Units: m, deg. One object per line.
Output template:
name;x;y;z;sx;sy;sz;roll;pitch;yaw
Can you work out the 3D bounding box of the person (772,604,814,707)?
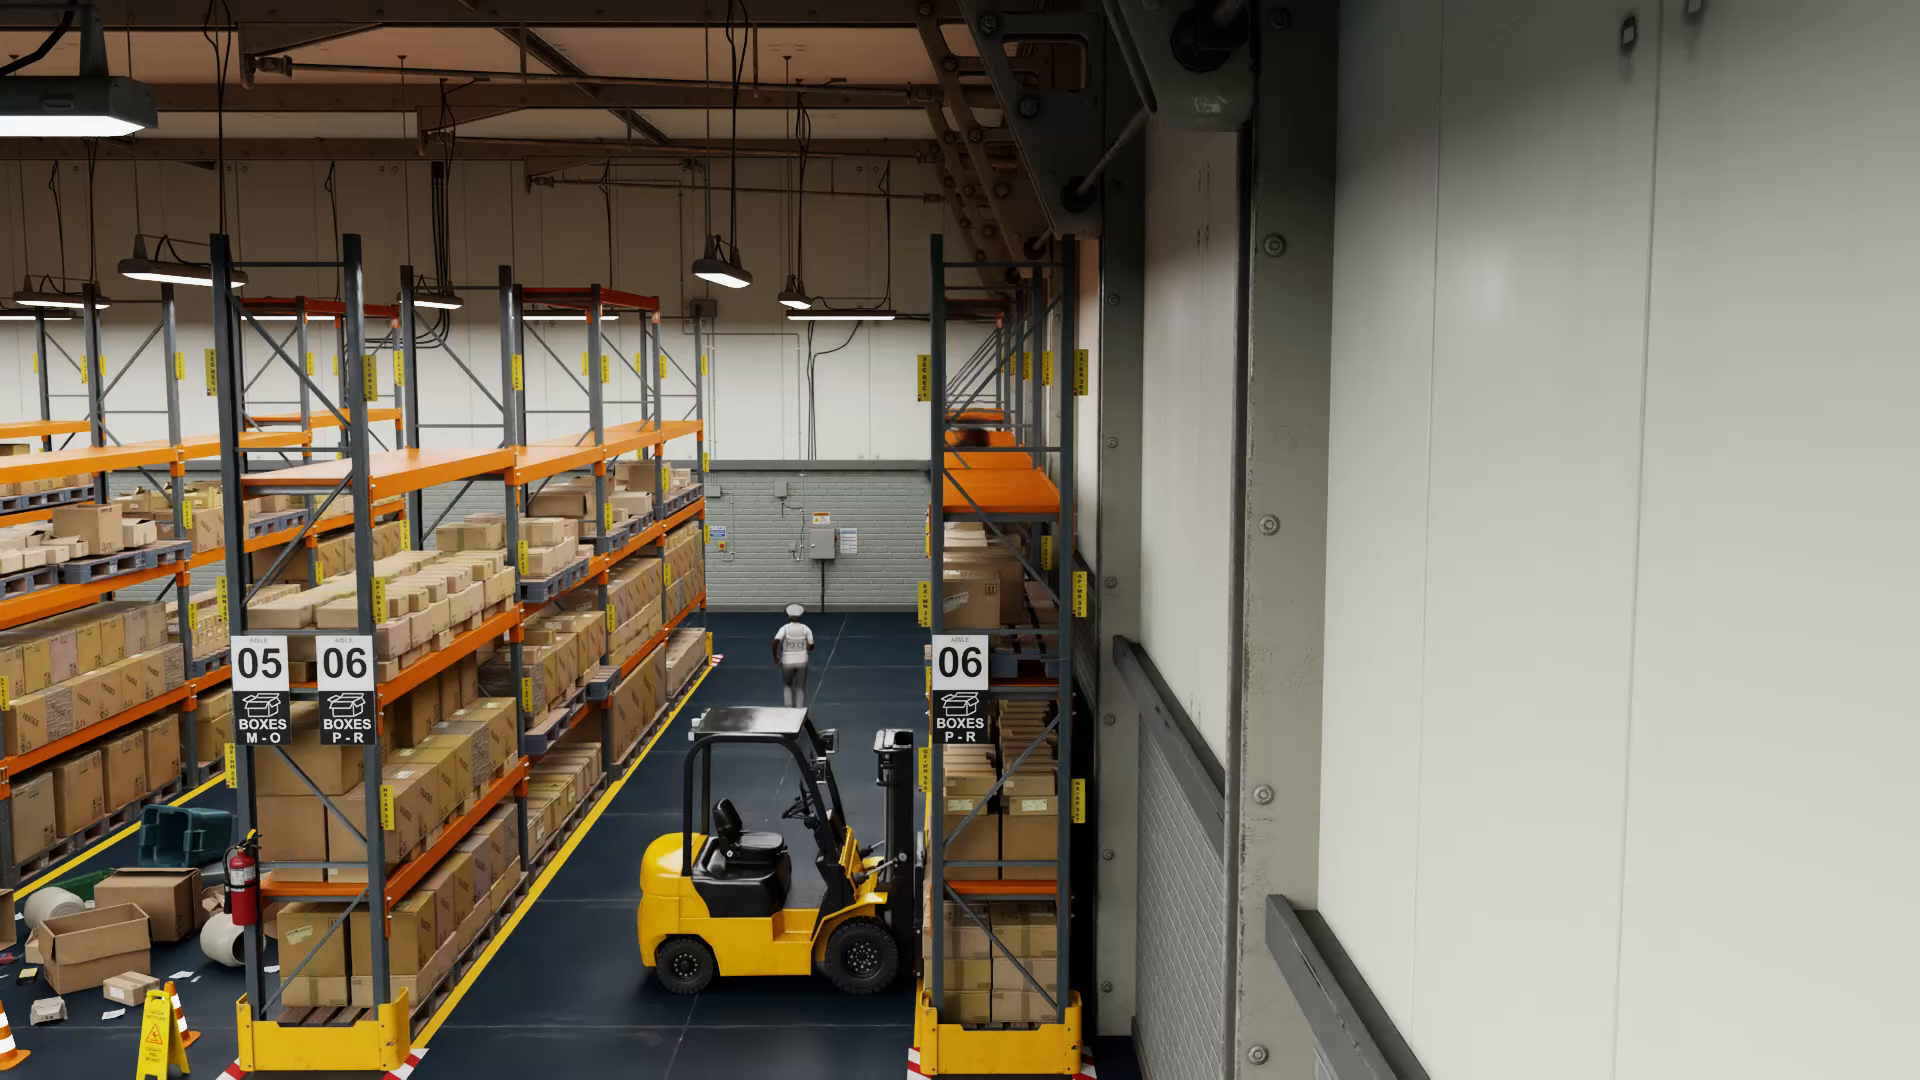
person;-2.357;1.750;23.463;0.596;1.690;0.644;-1;6;-8
